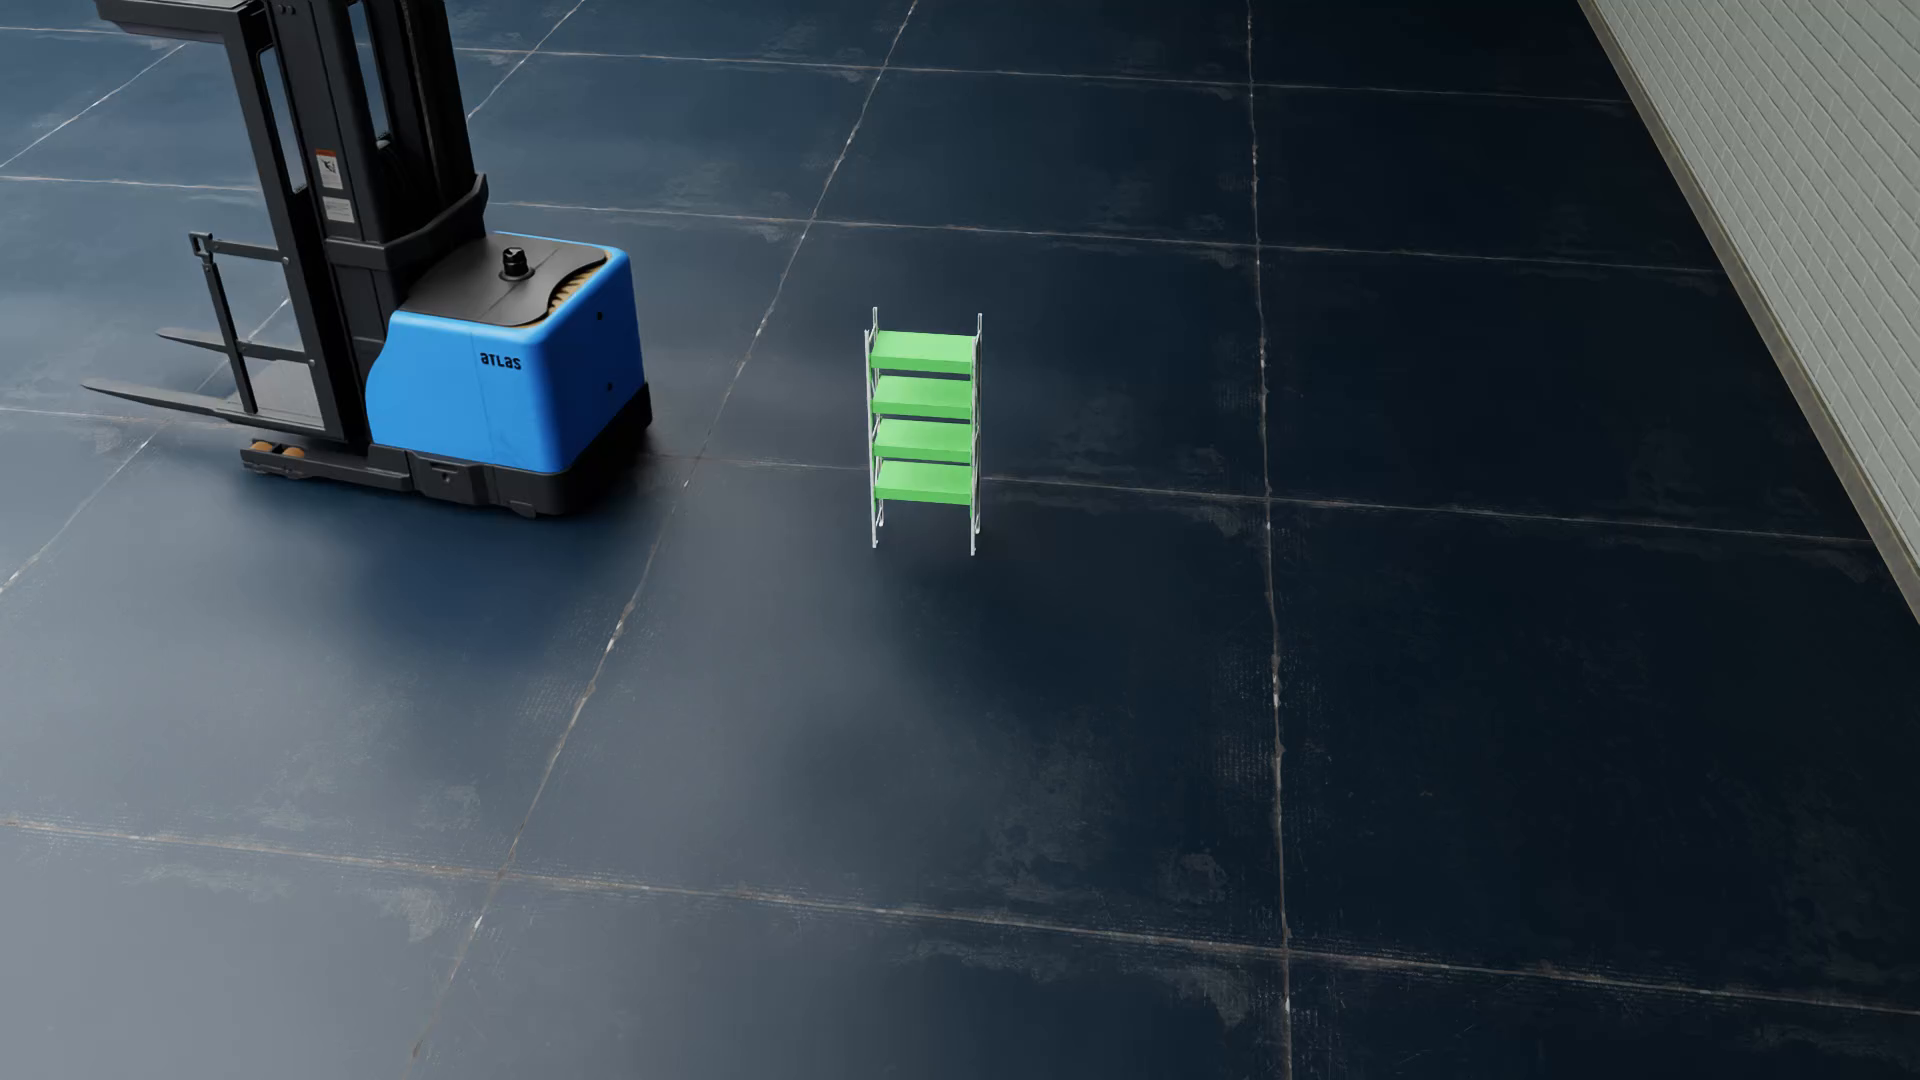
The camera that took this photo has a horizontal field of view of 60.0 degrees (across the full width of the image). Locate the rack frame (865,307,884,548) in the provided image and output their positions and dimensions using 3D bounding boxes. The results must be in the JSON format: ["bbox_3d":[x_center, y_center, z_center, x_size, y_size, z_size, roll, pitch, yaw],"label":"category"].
[{"bbox_3d":[-0.406,-0.519,7.944,0.015,1.200,0.240,4,36,6],"label":"rack frame"}]

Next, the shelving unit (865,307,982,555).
[{"bbox_3d":[-0.164,-0.501,7.919,0.503,1.200,0.258,4,36,6],"label":"shelving unit"}]

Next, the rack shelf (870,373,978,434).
[{"bbox_3d":[-0.164,-0.644,7.816,0.480,0.148,0.258,4,36,6],"label":"rack shelf"}]

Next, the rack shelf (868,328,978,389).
[{"bbox_3d":[-0.164,-0.839,7.677,0.480,0.148,0.258,4,36,6],"label":"rack shelf"}]

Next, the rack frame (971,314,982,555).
[{"bbox_3d":[0.078,-0.483,7.893,0.015,1.200,0.240,4,36,6],"label":"rack frame"}]

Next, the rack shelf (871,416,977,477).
[{"bbox_3d":[-0.164,-0.449,7.956,0.480,0.148,0.258,4,36,6],"label":"rack shelf"}]

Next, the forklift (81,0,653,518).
[{"bbox_3d":[-3.247,-1.790,8.235,3.031,2.935,1.130,10,37,14],"label":"forklift"}]

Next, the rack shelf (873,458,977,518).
[{"bbox_3d":[-0.164,-0.253,8.095,0.480,0.148,0.258,4,36,6],"label":"rack shelf"}]
